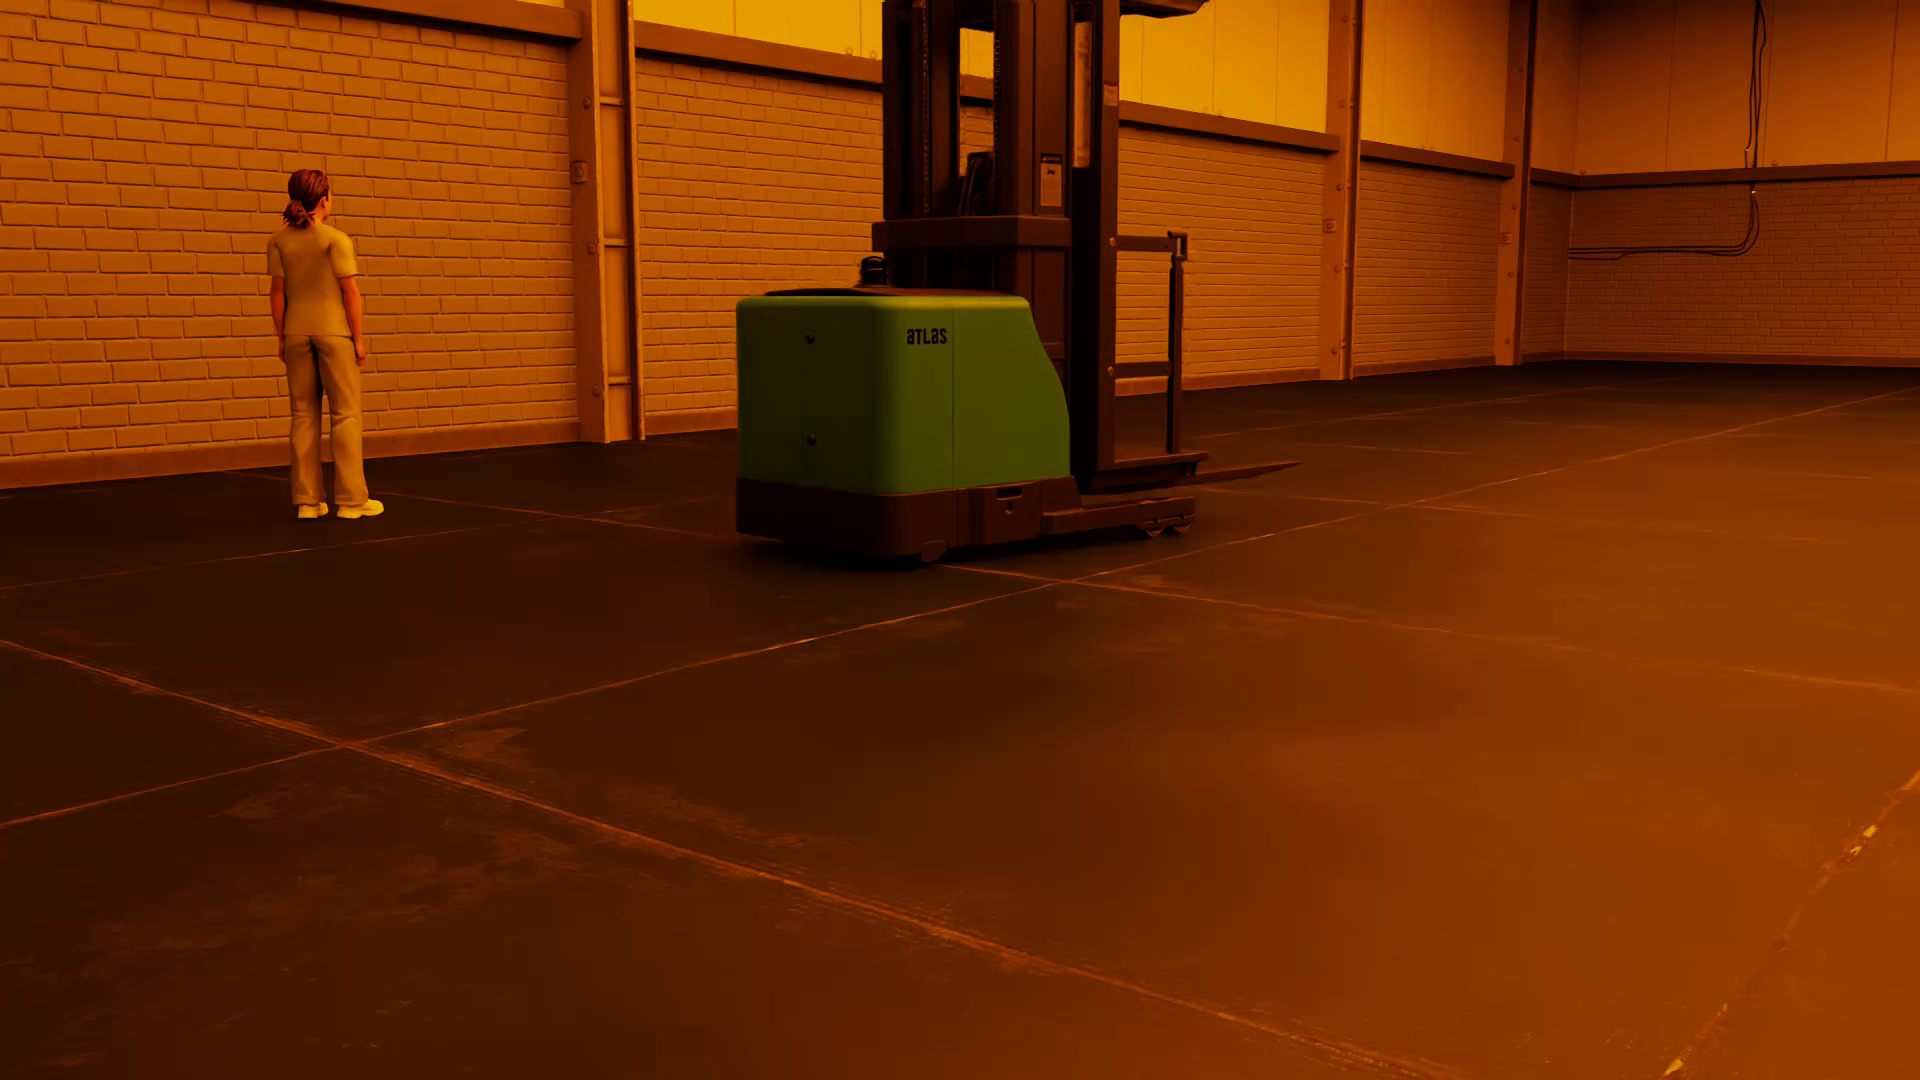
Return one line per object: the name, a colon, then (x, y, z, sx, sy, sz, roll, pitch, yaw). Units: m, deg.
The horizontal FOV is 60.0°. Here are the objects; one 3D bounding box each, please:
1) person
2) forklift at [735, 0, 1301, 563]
person: (-3.096, -0.941, 8.060, 0.437, 1.673, 0.369, 1, 8, 4)
forklift: (0.446, -1.516, 7.642, 3.031, 2.935, 1.130, -8, 11, -43)
